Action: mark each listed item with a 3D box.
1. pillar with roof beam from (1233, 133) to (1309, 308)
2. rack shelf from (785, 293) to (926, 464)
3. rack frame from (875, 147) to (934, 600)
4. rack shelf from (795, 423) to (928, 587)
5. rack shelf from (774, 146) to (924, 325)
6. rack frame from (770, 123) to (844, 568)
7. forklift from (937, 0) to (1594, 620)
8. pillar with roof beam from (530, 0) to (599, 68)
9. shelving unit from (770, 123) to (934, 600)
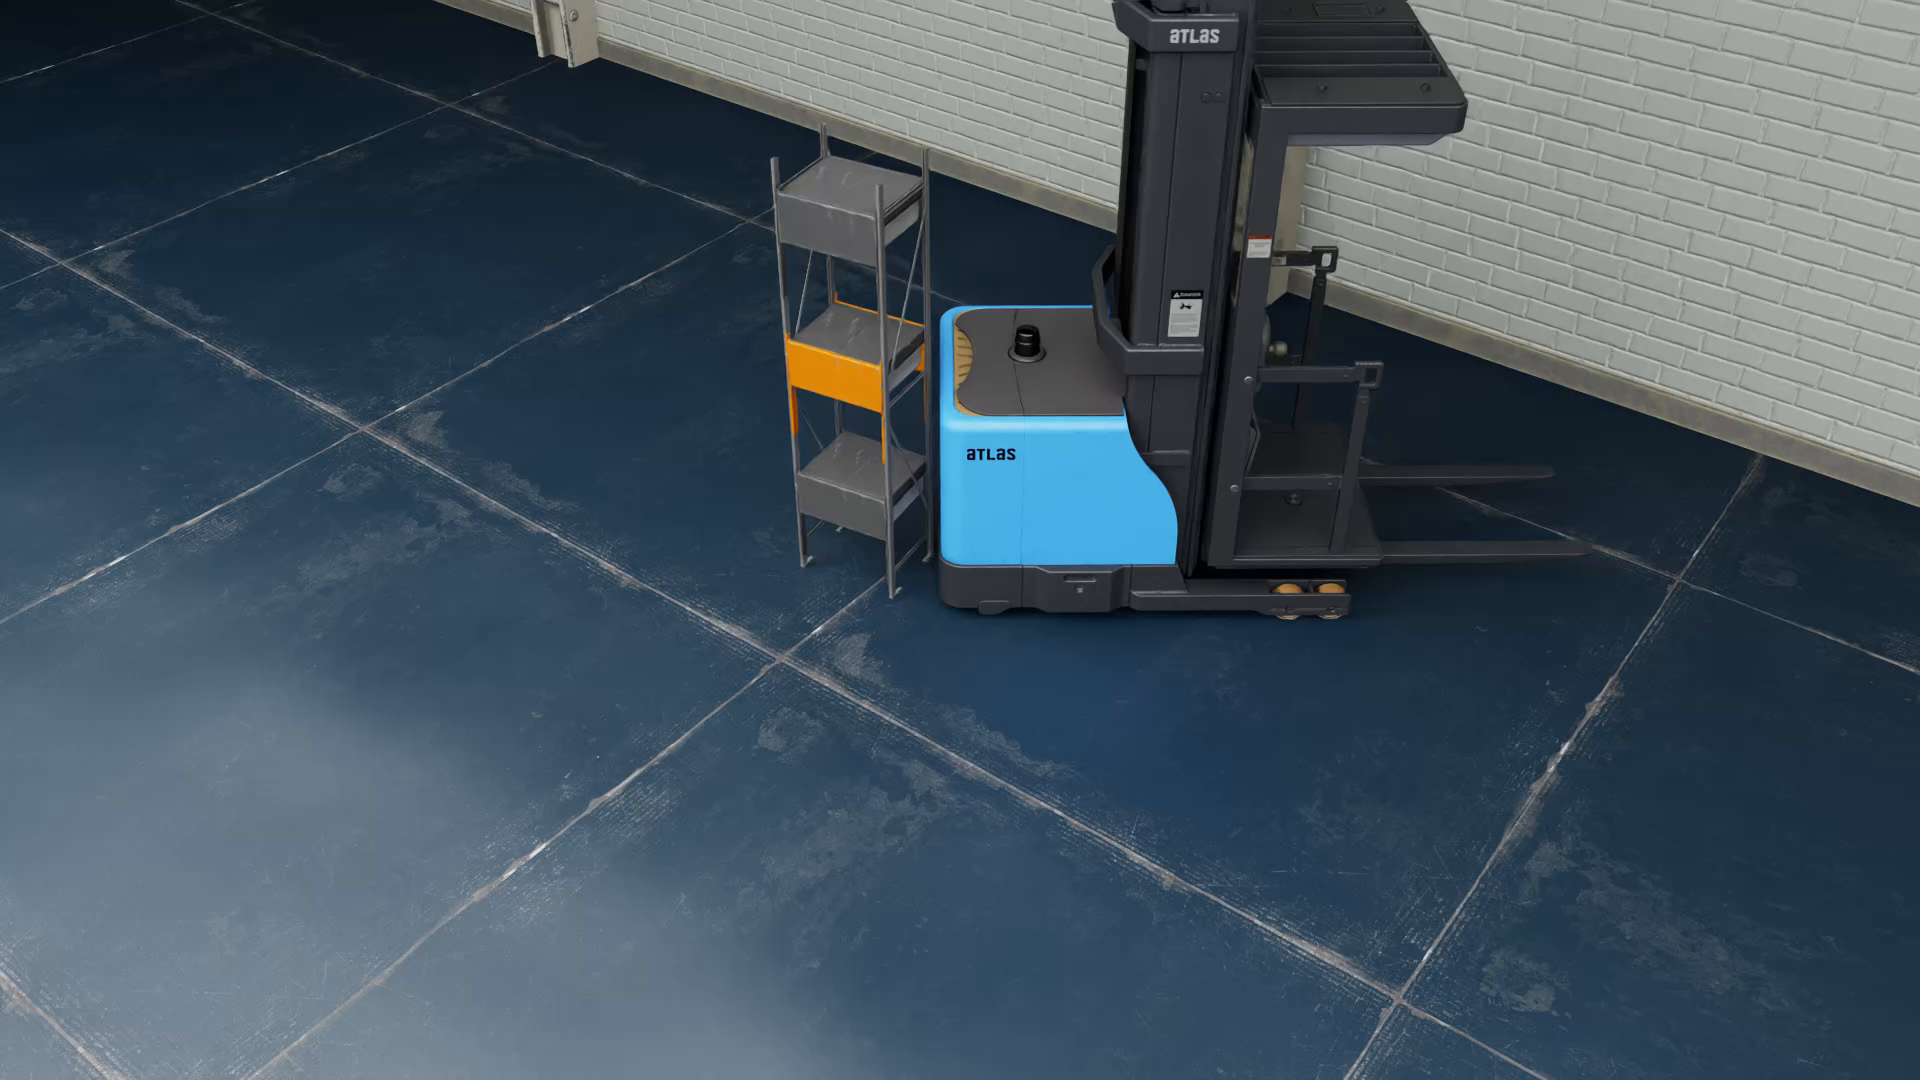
[{"bbox_3d":[-0.877,-2.951,4.580,0.400,9.000,9.100,25,45,29],"label":"pillar with roof beam"},{"bbox_3d":[-0.442,-0.719,7.347,0.480,0.518,0.431,18,42,22],"label":"rack shelf"},{"bbox_3d":[-0.228,-0.658,7.247,0.015,2.100,0.400,18,42,22],"label":"rack frame"},{"bbox_3d":[-0.442,-0.167,7.779,0.480,0.518,0.431,18,42,22],"label":"rack shelf"},{"bbox_3d":[-0.442,-1.270,6.916,0.480,0.518,0.431,18,42,22],"label":"rack shelf"},{"bbox_3d":[-0.657,-0.801,7.431,0.015,2.100,0.400,18,42,22],"label":"rack frame"},{"bbox_3d":[1.414,-1.118,7.161,3.031,2.935,1.130,0,38,0],"label":"forklift"},{"bbox_3d":[-5.643,-5.198,7.450,0.400,9.000,9.100,25,45,29],"label":"pillar with roof beam"},{"bbox_3d":[-0.442,-0.729,7.339,0.503,2.100,0.431,18,42,22],"label":"shelving unit"}]
